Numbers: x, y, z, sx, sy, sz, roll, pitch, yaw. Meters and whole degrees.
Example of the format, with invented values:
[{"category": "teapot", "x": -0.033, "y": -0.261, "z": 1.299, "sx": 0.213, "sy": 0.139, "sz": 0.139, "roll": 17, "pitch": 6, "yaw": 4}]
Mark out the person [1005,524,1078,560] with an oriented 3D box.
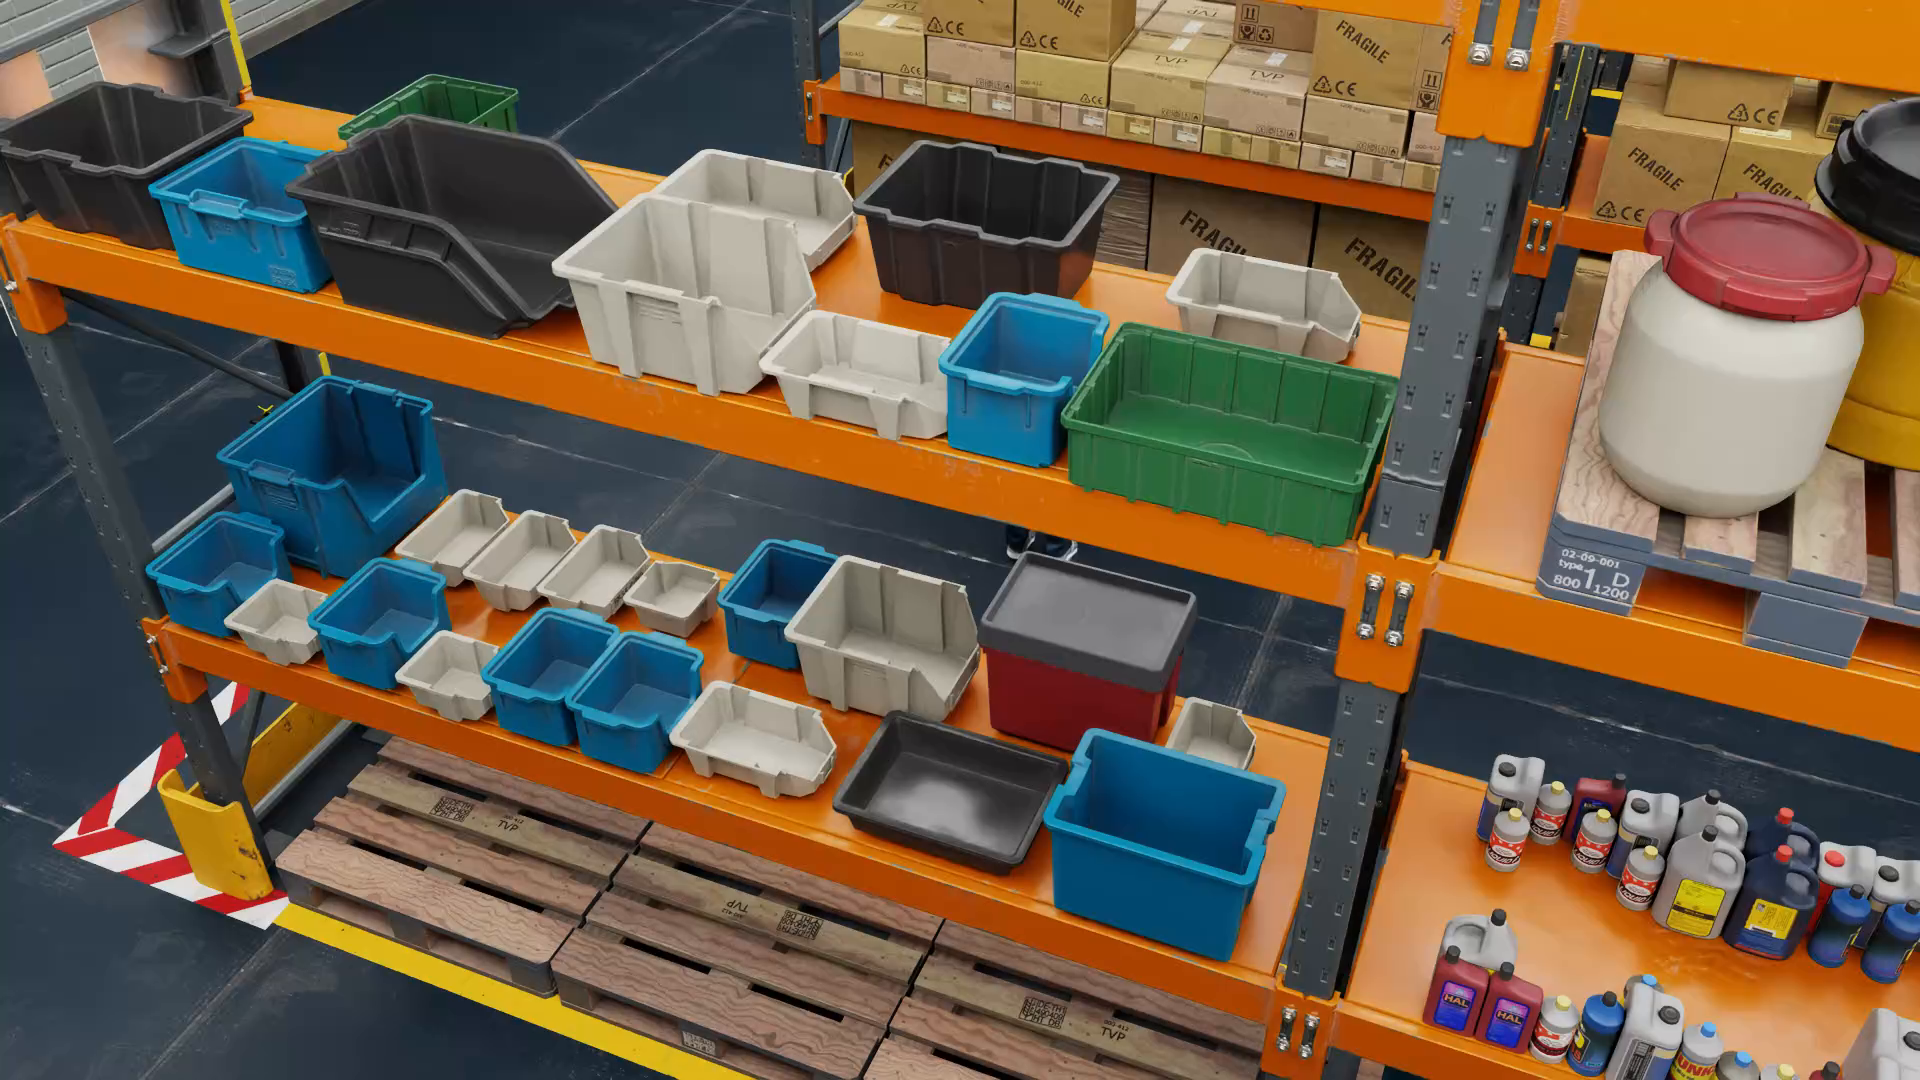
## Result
[{"category": "person", "x": 0.369, "y": -0.533, "z": 7.623, "sx": 0.447, "sy": 1.466, "sz": 0.497, "roll": 15, "pitch": 40, "yaw": 18}]
